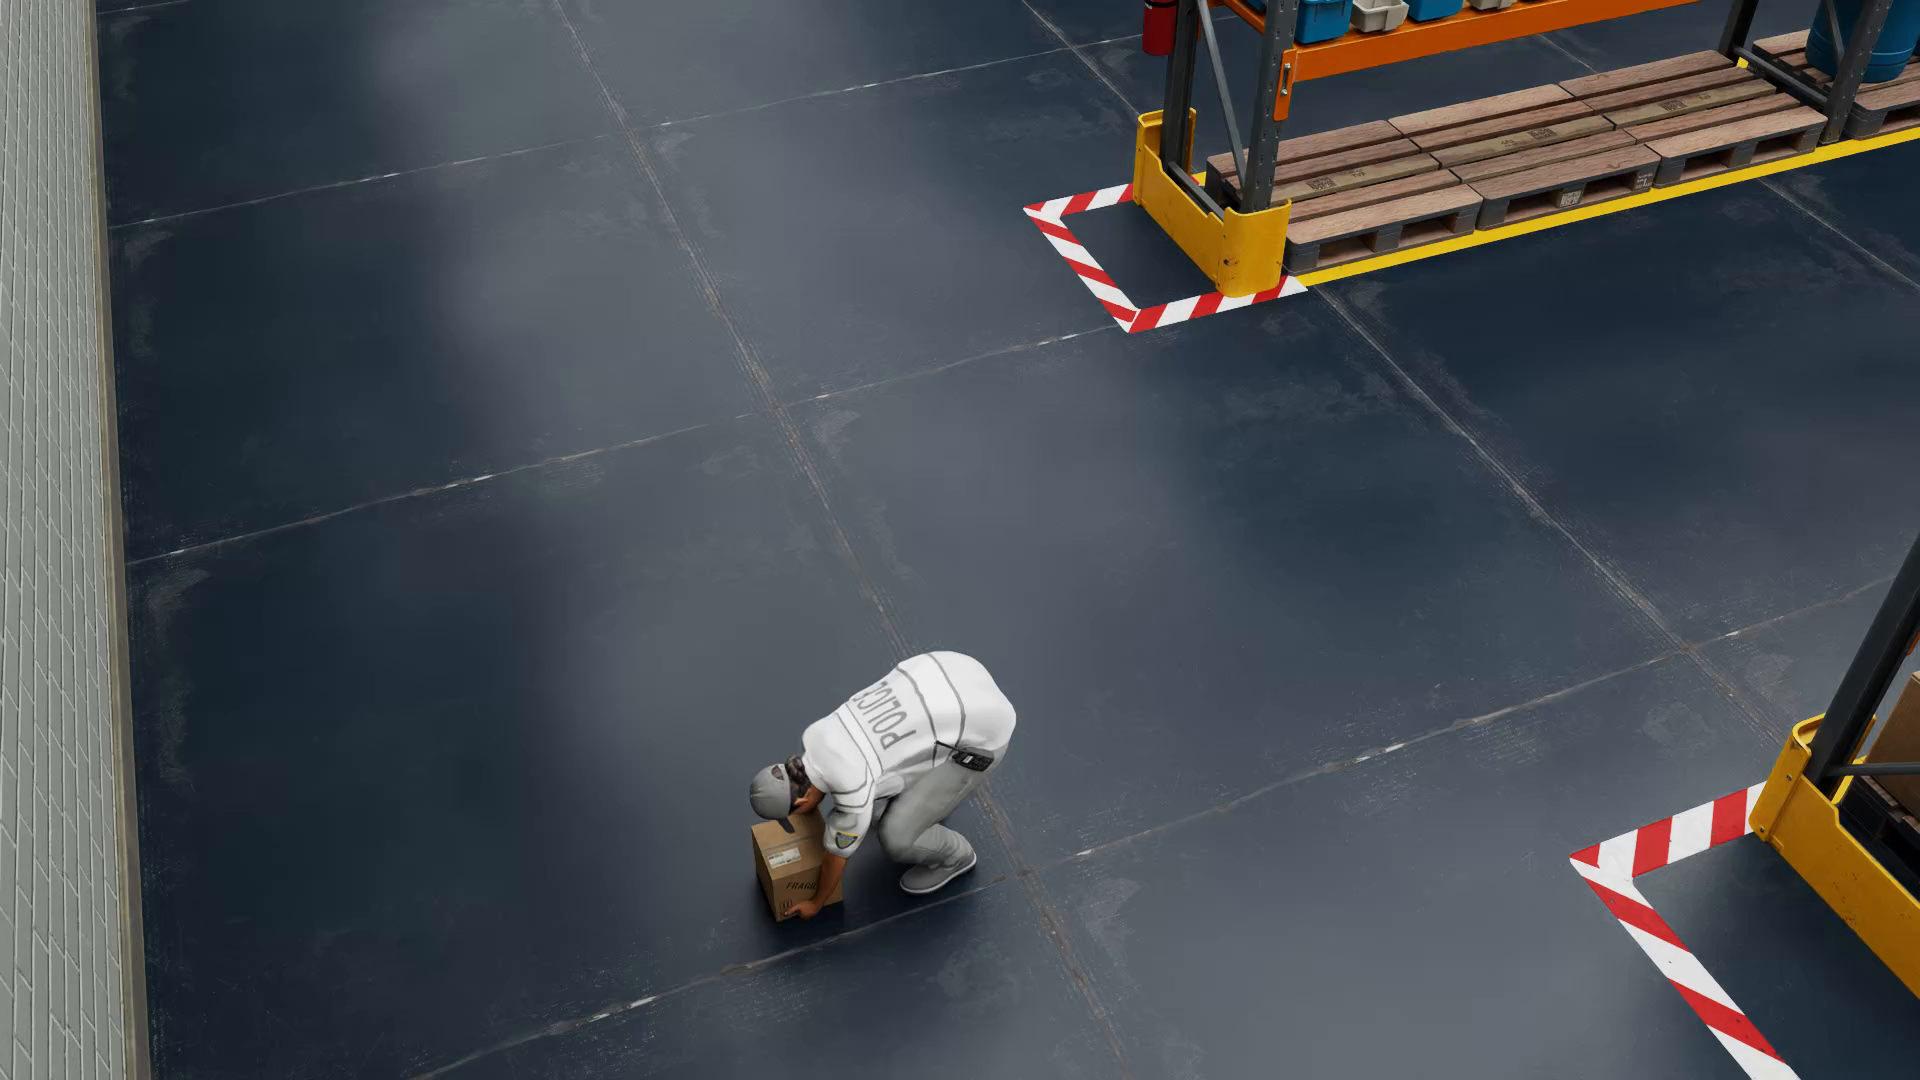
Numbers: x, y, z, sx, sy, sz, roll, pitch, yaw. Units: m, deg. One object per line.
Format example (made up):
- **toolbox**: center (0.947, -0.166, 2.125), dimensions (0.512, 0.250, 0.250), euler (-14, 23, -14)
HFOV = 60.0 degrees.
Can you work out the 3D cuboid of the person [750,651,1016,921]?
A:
- **person**: center (-0.272, 0.864, 5.818), dimensions (0.940, 0.854, 0.524), euler (-17, 45, -18)
